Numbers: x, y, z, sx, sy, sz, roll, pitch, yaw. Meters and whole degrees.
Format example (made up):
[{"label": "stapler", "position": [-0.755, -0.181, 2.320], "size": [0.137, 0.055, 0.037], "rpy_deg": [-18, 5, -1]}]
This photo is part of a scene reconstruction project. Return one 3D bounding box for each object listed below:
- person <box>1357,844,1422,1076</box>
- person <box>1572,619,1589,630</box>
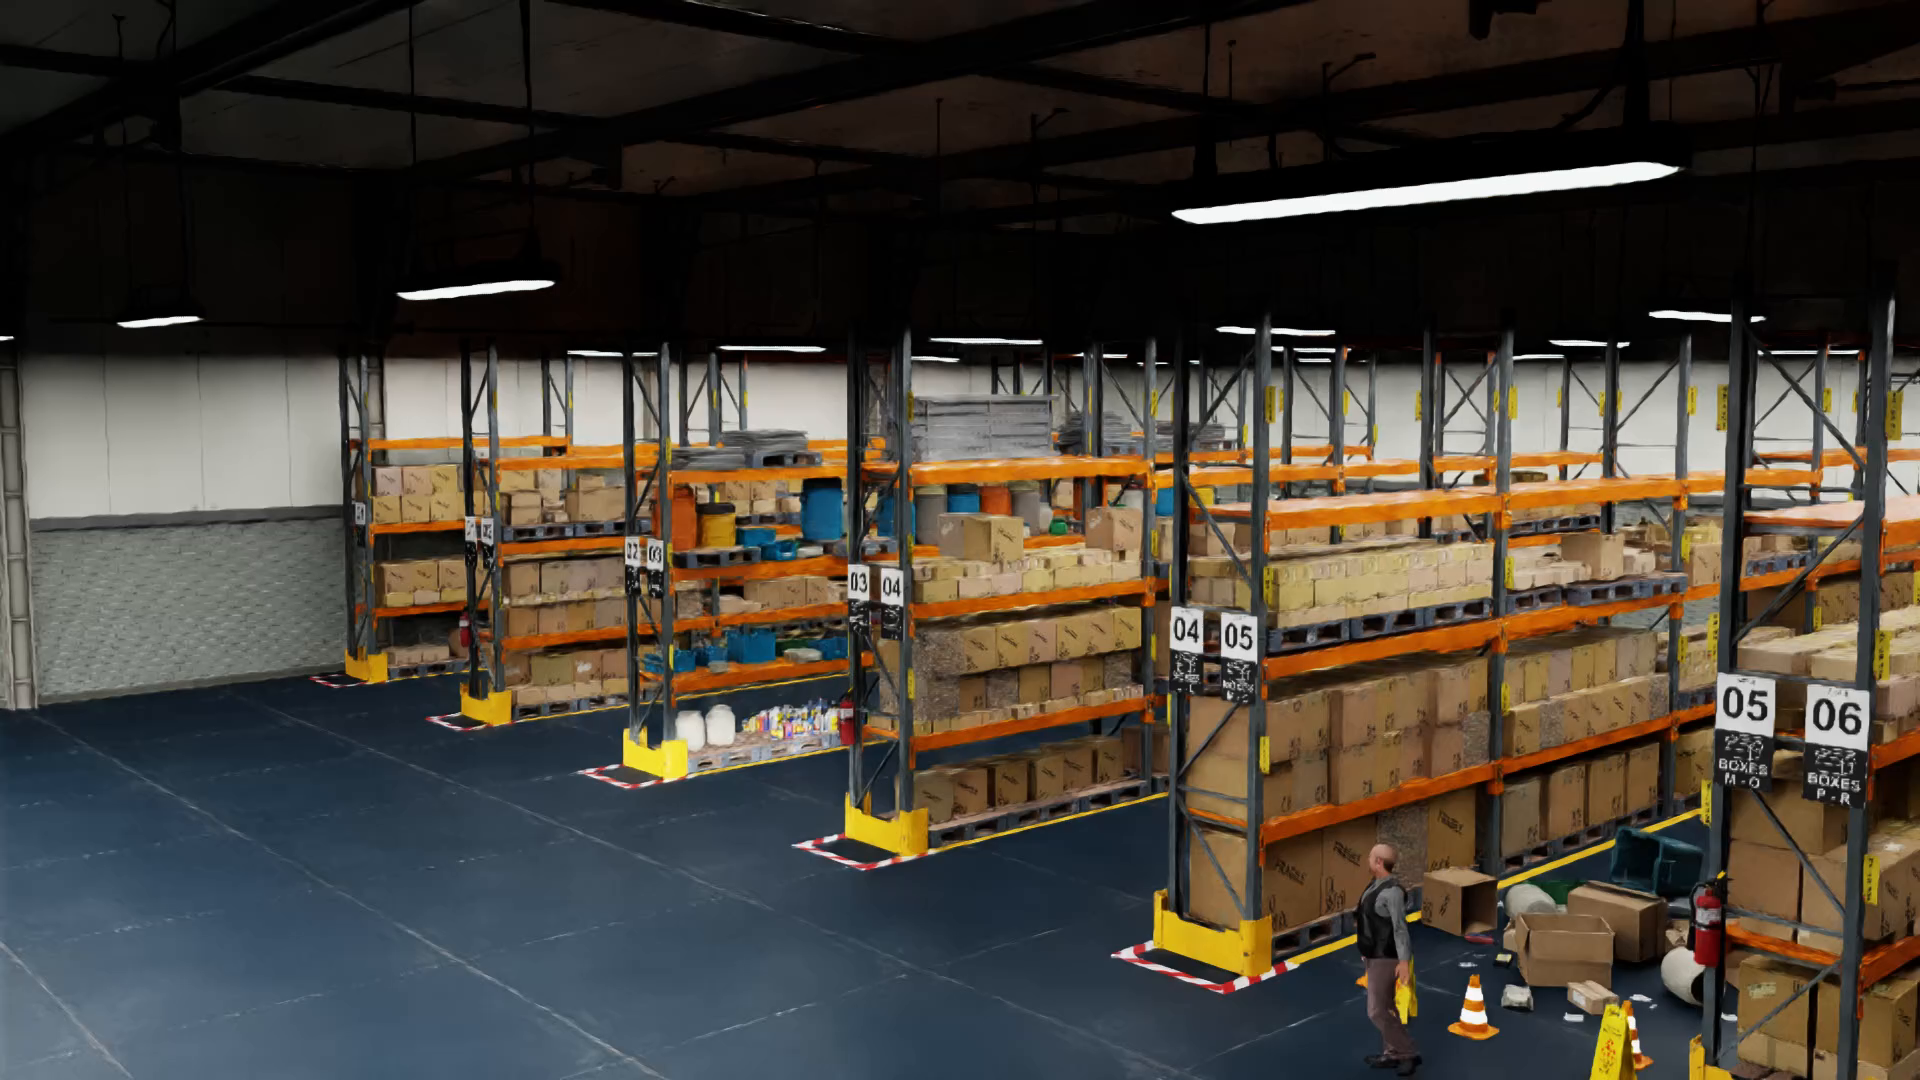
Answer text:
[{"label": "person", "position": [3.265, 3.181, 12.638], "size": [0.460, 1.709, 0.661], "rpy_deg": [0, 5, 2]}, {"label": "person", "position": [9.838, 1.969, 26.386], "size": [0.377, 1.650, 0.631], "rpy_deg": [4, 6, 37]}]
